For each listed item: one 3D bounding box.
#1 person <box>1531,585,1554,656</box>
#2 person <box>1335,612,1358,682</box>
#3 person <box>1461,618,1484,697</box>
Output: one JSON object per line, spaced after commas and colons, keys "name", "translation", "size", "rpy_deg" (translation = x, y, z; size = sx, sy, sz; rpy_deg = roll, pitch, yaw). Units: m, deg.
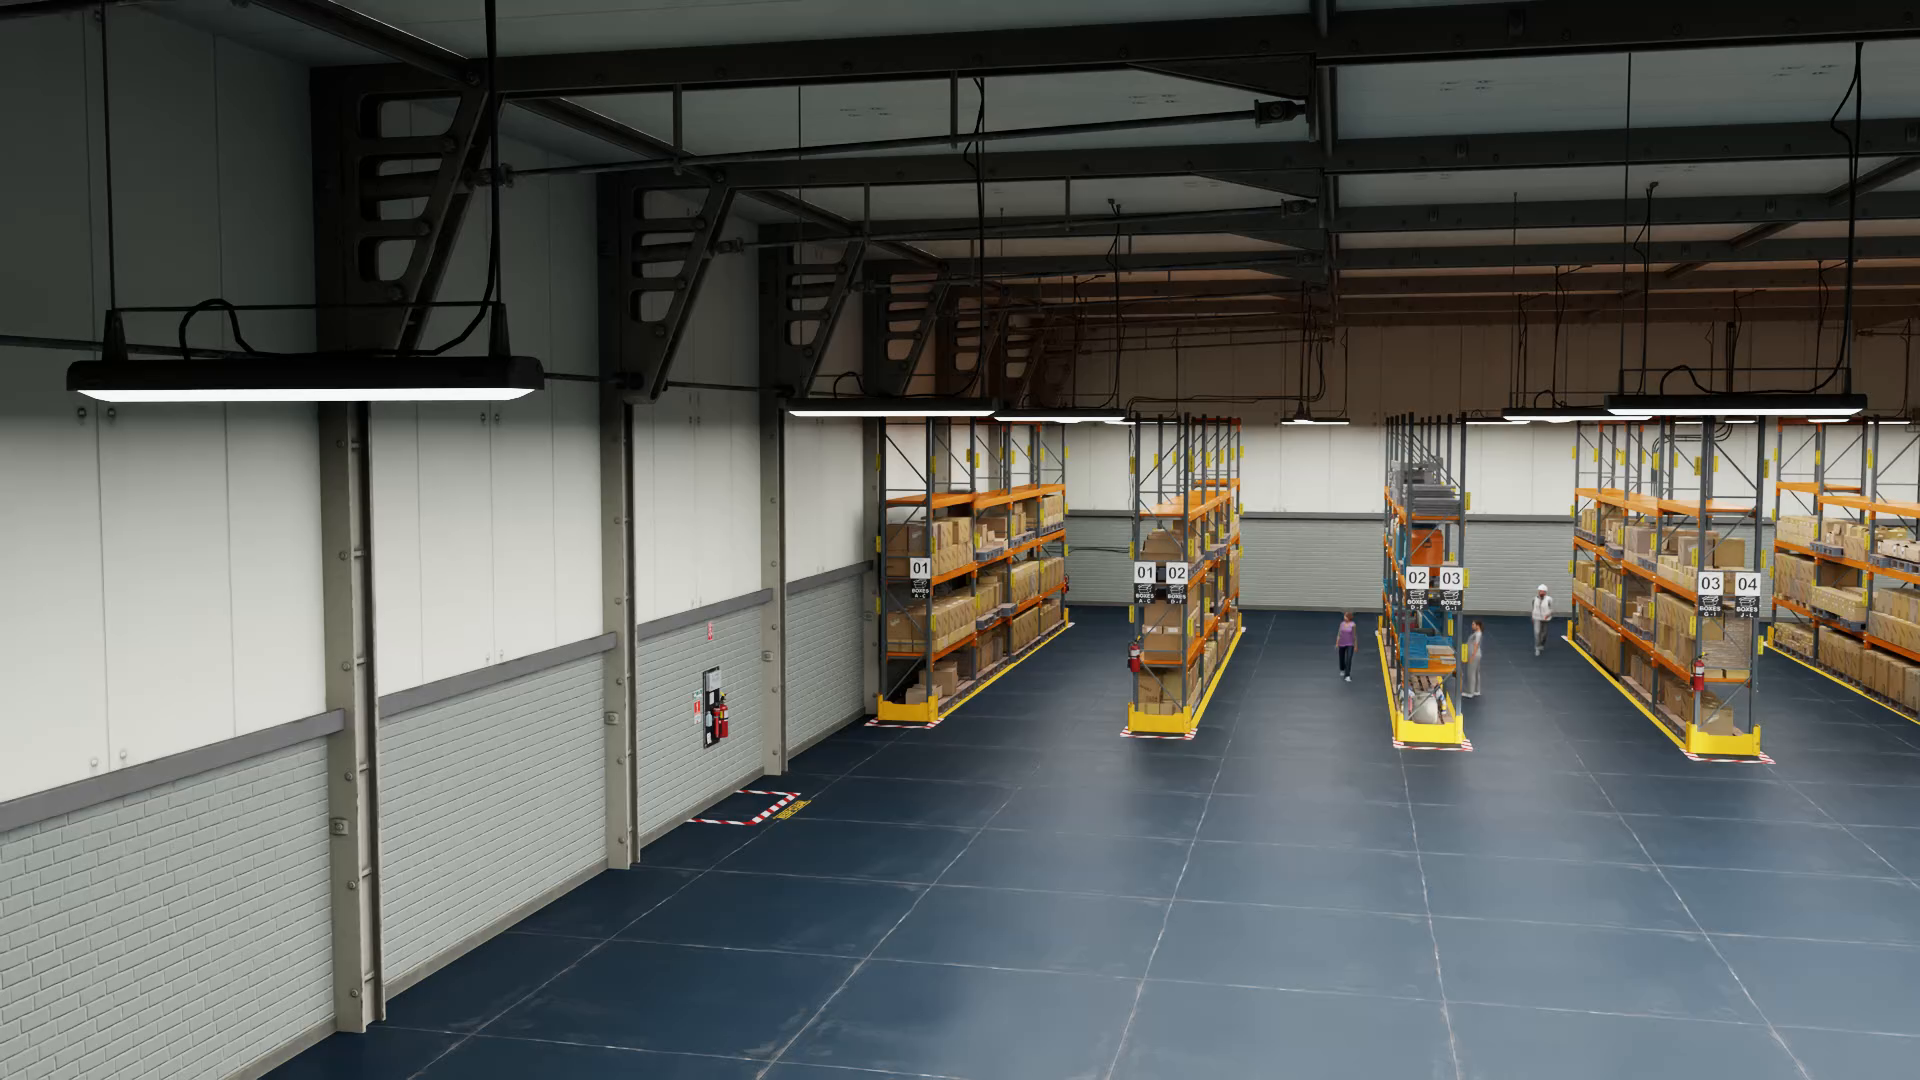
{"name": "person", "translation": [14.776, 2.022, 42.168], "size": [0.523, 1.778, 0.940], "rpy_deg": [1, 4, 15]}
{"name": "person", "translation": [8.761, 2.389, 37.683], "size": [0.496, 1.554, 0.823], "rpy_deg": [1, 4, 13]}
{"name": "person", "translation": [10.898, 2.499, 35.333], "size": [0.439, 1.678, 0.506], "rpy_deg": [2, 4, 25]}
